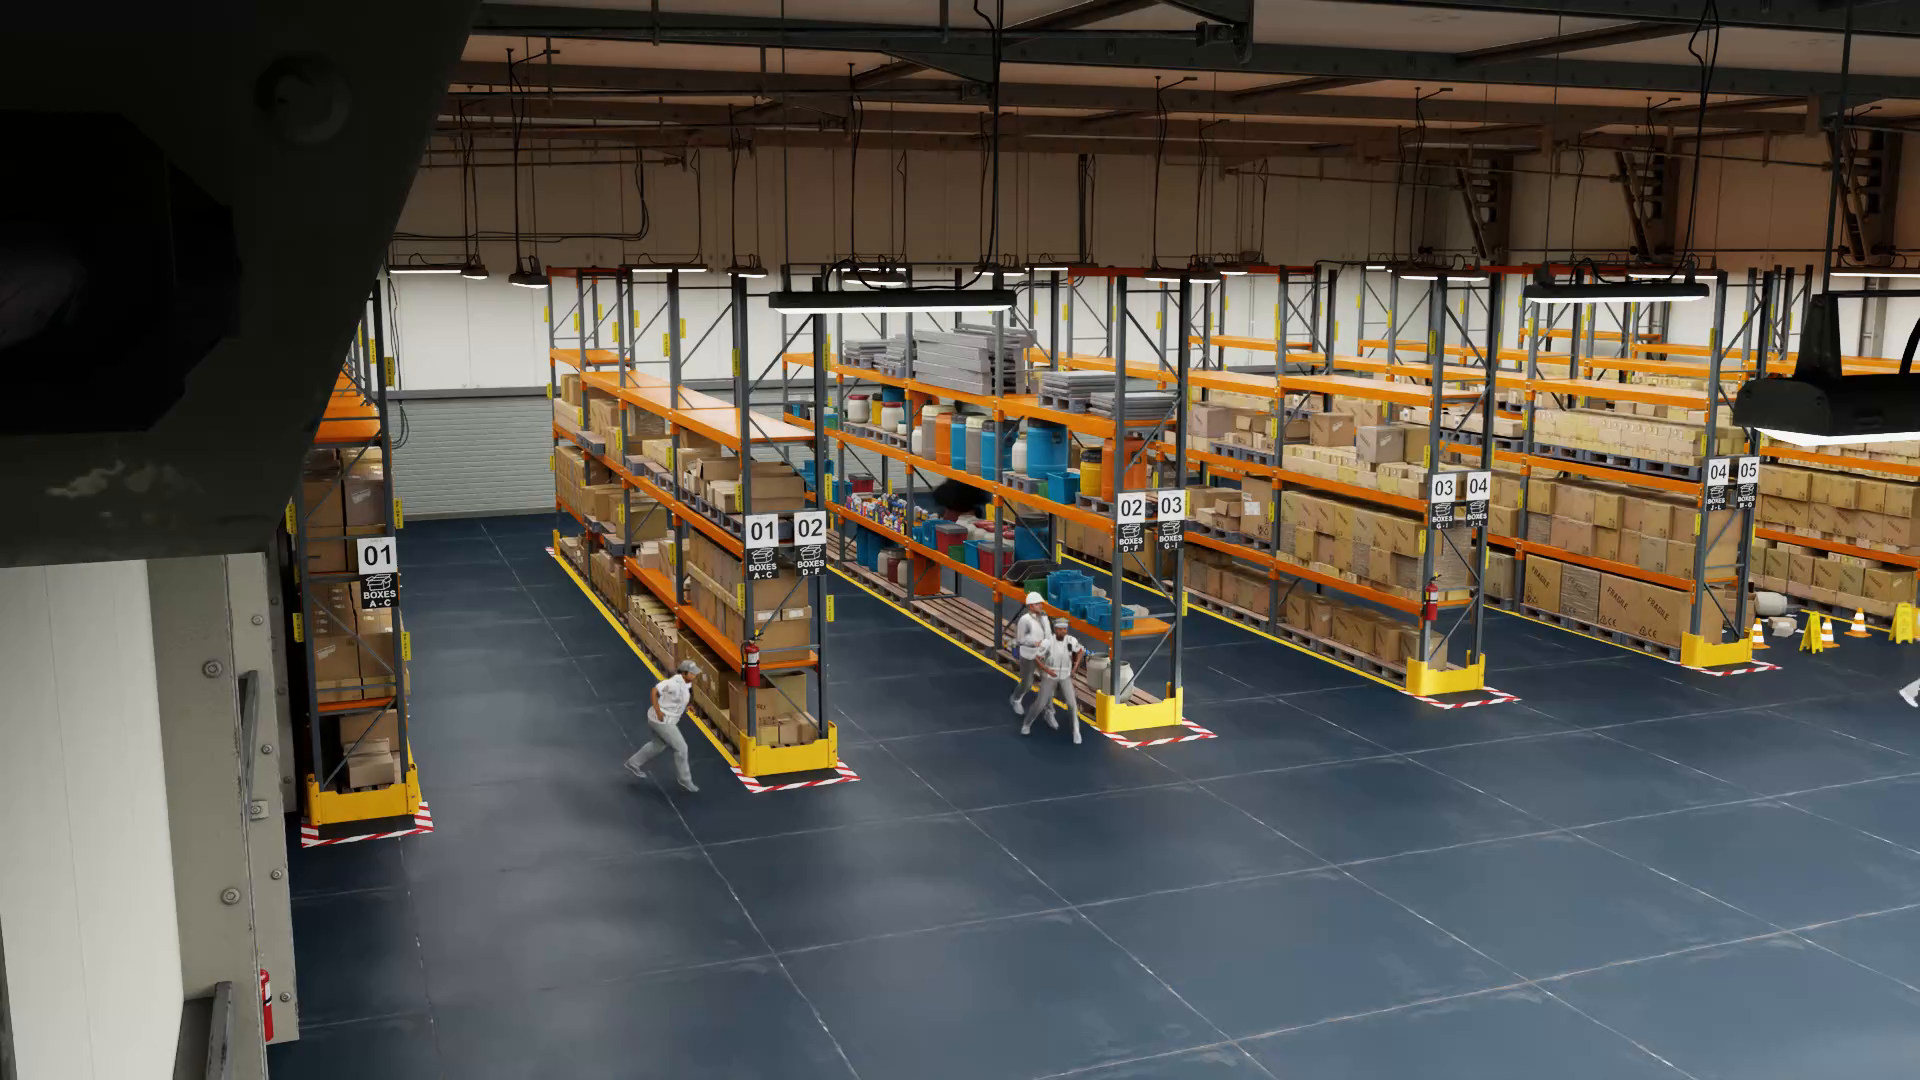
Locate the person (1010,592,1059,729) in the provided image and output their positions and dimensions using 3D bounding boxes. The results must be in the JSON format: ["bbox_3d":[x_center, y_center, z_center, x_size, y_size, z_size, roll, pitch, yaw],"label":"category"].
[{"bbox_3d":[0.985,1.584,22.408,0.641,1.812,0.913,-7,12,-34],"label":"person"}]

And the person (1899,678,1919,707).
[{"bbox_3d":[13.560,1.560,23.106,0.709,1.665,0.797,8,12,37],"label":"person"}]

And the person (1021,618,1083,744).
[{"bbox_3d":[1.227,1.805,21.663,0.804,1.671,0.693,-2,10,-11],"label":"person"}]

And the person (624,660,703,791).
[{"bbox_3d":[-3.520,2.199,19.684,1.027,1.622,0.648,2,10,14],"label":"person"}]
